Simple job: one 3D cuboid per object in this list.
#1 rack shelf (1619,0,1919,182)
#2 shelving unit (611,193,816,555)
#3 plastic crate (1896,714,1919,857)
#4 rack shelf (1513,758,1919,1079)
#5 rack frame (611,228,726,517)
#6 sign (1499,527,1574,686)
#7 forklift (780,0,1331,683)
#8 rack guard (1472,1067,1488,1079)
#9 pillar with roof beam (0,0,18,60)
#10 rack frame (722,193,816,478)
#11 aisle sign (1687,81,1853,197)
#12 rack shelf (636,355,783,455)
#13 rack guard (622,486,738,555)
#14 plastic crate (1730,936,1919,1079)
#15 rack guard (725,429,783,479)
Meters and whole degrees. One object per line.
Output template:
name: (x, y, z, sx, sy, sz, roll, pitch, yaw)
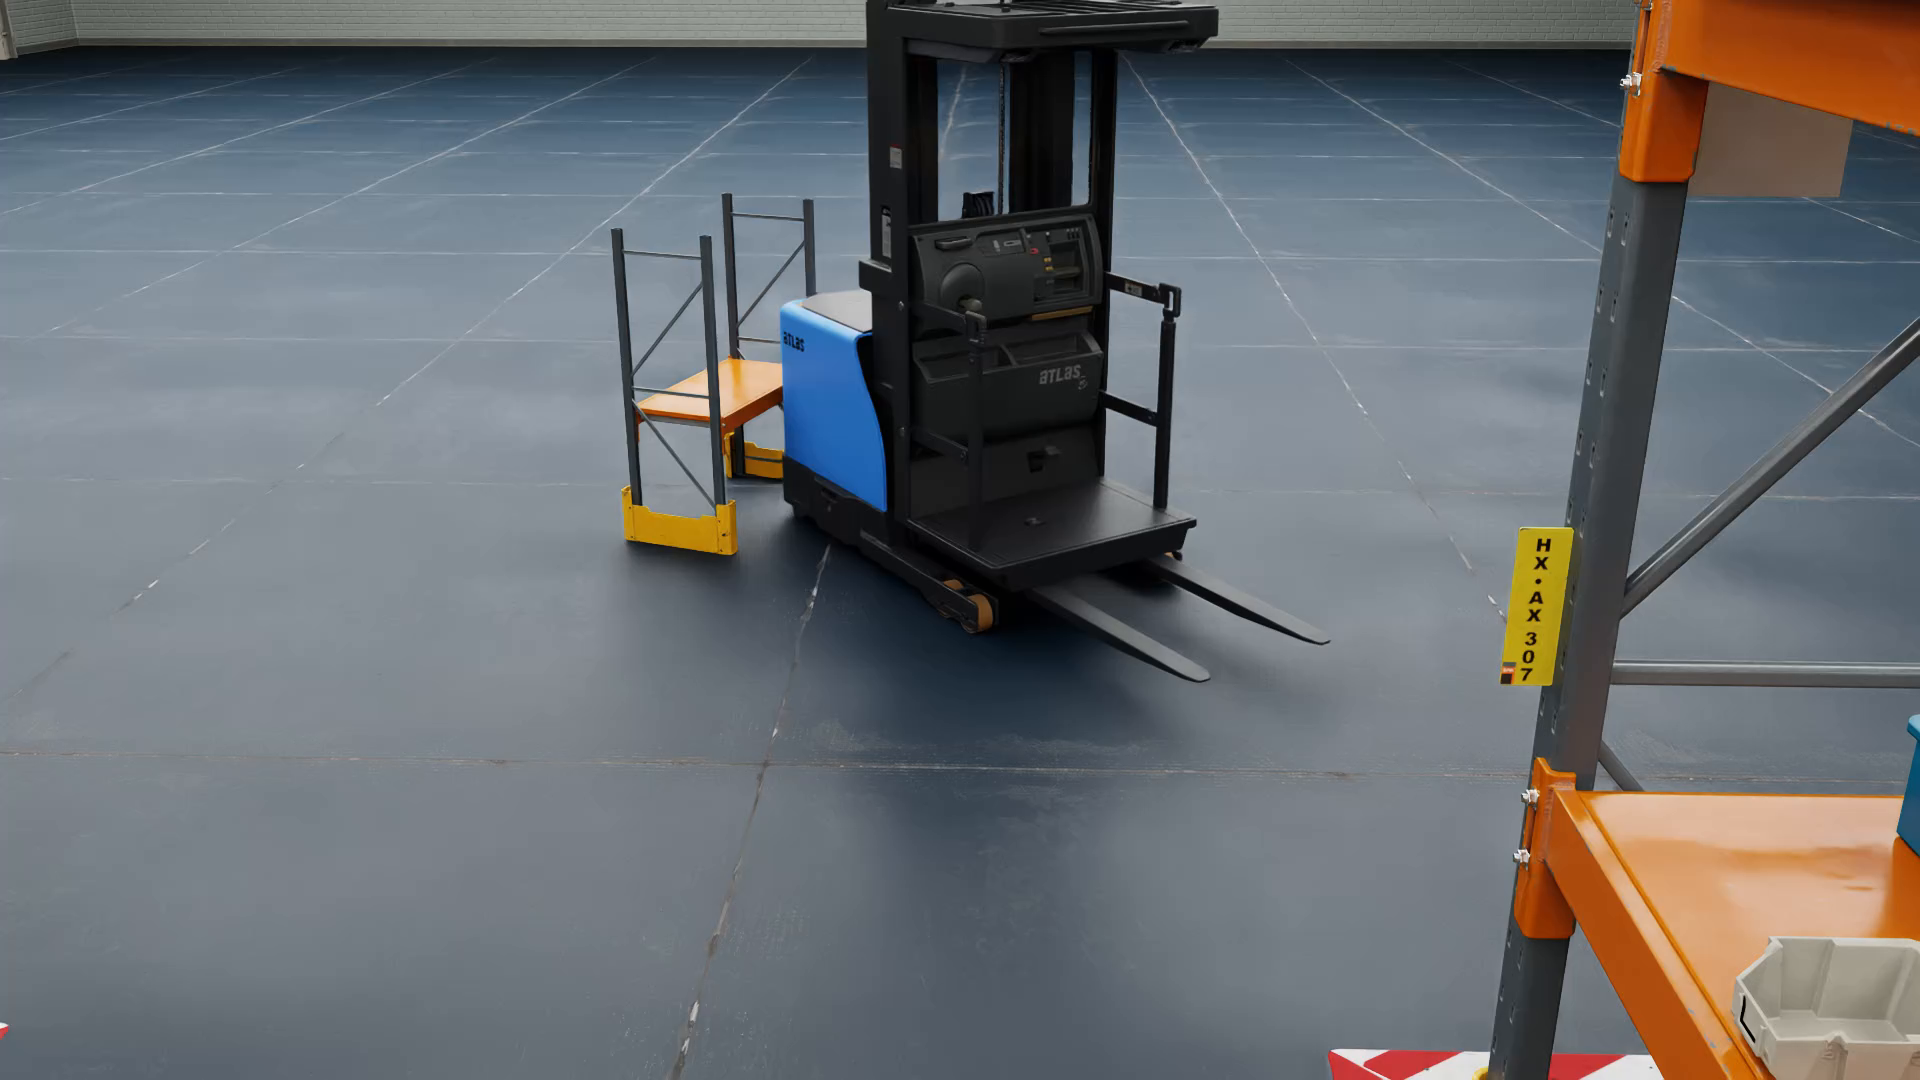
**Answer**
rack shelf: (1.586, -0.074, 0.921, 1.077, 0.370, 4.000, 1, 21, 2)
shelving unit: (-1.155, -0.845, 8.134, 0.587, 1.500, 1.083, 8, 23, 20)
plastic crate: (1.931, 0.519, 2.750, 0.499, 0.251, 0.616, 1, 21, 2)
rack shelf: (1.586, 1.324, 1.464, 1.077, 0.370, 4.000, 1, 21, 2)
rack frame: (-1.338, -0.677, 7.701, 0.500, 1.500, 0.032, 8, 23, 20)
sign: (1.097, 0.129, 3.167, 0.100, 0.325, 0.005, 1, 21, 2)
forklift: (0.334, -1.166, 6.981, 1.130, 2.935, 3.031, -13, 25, -30)
rack guard: (1.691, 1.459, 3.578, 1.175, 0.500, 0.348, 1, 21, 2)
pillar with roof beam: (-13.877, -13.306, 29.881, 9.100, 9.000, 0.400, 1, 21, 2)
rack frame: (-0.964, -1.019, 8.583, 0.500, 1.500, 0.032, 8, 23, 20)
aisle sign: (1.356, -0.976, 2.803, 0.394, 0.787, 0.004, 1, 21, 2)
rack shelf: (-1.151, -0.681, 8.207, 0.538, 0.185, 1.000, 8, 23, 20)
rack guard: (-1.338, -0.095, 7.929, 0.587, 0.250, 0.087, 8, 23, 20)
plastic crate: (1.298, 0.709, 2.420, 0.298, 0.136, 0.250, 1, 21, 2)
rack guard: (-0.971, -0.430, 8.792, 0.587, 0.250, 0.087, 8, 23, 20)
